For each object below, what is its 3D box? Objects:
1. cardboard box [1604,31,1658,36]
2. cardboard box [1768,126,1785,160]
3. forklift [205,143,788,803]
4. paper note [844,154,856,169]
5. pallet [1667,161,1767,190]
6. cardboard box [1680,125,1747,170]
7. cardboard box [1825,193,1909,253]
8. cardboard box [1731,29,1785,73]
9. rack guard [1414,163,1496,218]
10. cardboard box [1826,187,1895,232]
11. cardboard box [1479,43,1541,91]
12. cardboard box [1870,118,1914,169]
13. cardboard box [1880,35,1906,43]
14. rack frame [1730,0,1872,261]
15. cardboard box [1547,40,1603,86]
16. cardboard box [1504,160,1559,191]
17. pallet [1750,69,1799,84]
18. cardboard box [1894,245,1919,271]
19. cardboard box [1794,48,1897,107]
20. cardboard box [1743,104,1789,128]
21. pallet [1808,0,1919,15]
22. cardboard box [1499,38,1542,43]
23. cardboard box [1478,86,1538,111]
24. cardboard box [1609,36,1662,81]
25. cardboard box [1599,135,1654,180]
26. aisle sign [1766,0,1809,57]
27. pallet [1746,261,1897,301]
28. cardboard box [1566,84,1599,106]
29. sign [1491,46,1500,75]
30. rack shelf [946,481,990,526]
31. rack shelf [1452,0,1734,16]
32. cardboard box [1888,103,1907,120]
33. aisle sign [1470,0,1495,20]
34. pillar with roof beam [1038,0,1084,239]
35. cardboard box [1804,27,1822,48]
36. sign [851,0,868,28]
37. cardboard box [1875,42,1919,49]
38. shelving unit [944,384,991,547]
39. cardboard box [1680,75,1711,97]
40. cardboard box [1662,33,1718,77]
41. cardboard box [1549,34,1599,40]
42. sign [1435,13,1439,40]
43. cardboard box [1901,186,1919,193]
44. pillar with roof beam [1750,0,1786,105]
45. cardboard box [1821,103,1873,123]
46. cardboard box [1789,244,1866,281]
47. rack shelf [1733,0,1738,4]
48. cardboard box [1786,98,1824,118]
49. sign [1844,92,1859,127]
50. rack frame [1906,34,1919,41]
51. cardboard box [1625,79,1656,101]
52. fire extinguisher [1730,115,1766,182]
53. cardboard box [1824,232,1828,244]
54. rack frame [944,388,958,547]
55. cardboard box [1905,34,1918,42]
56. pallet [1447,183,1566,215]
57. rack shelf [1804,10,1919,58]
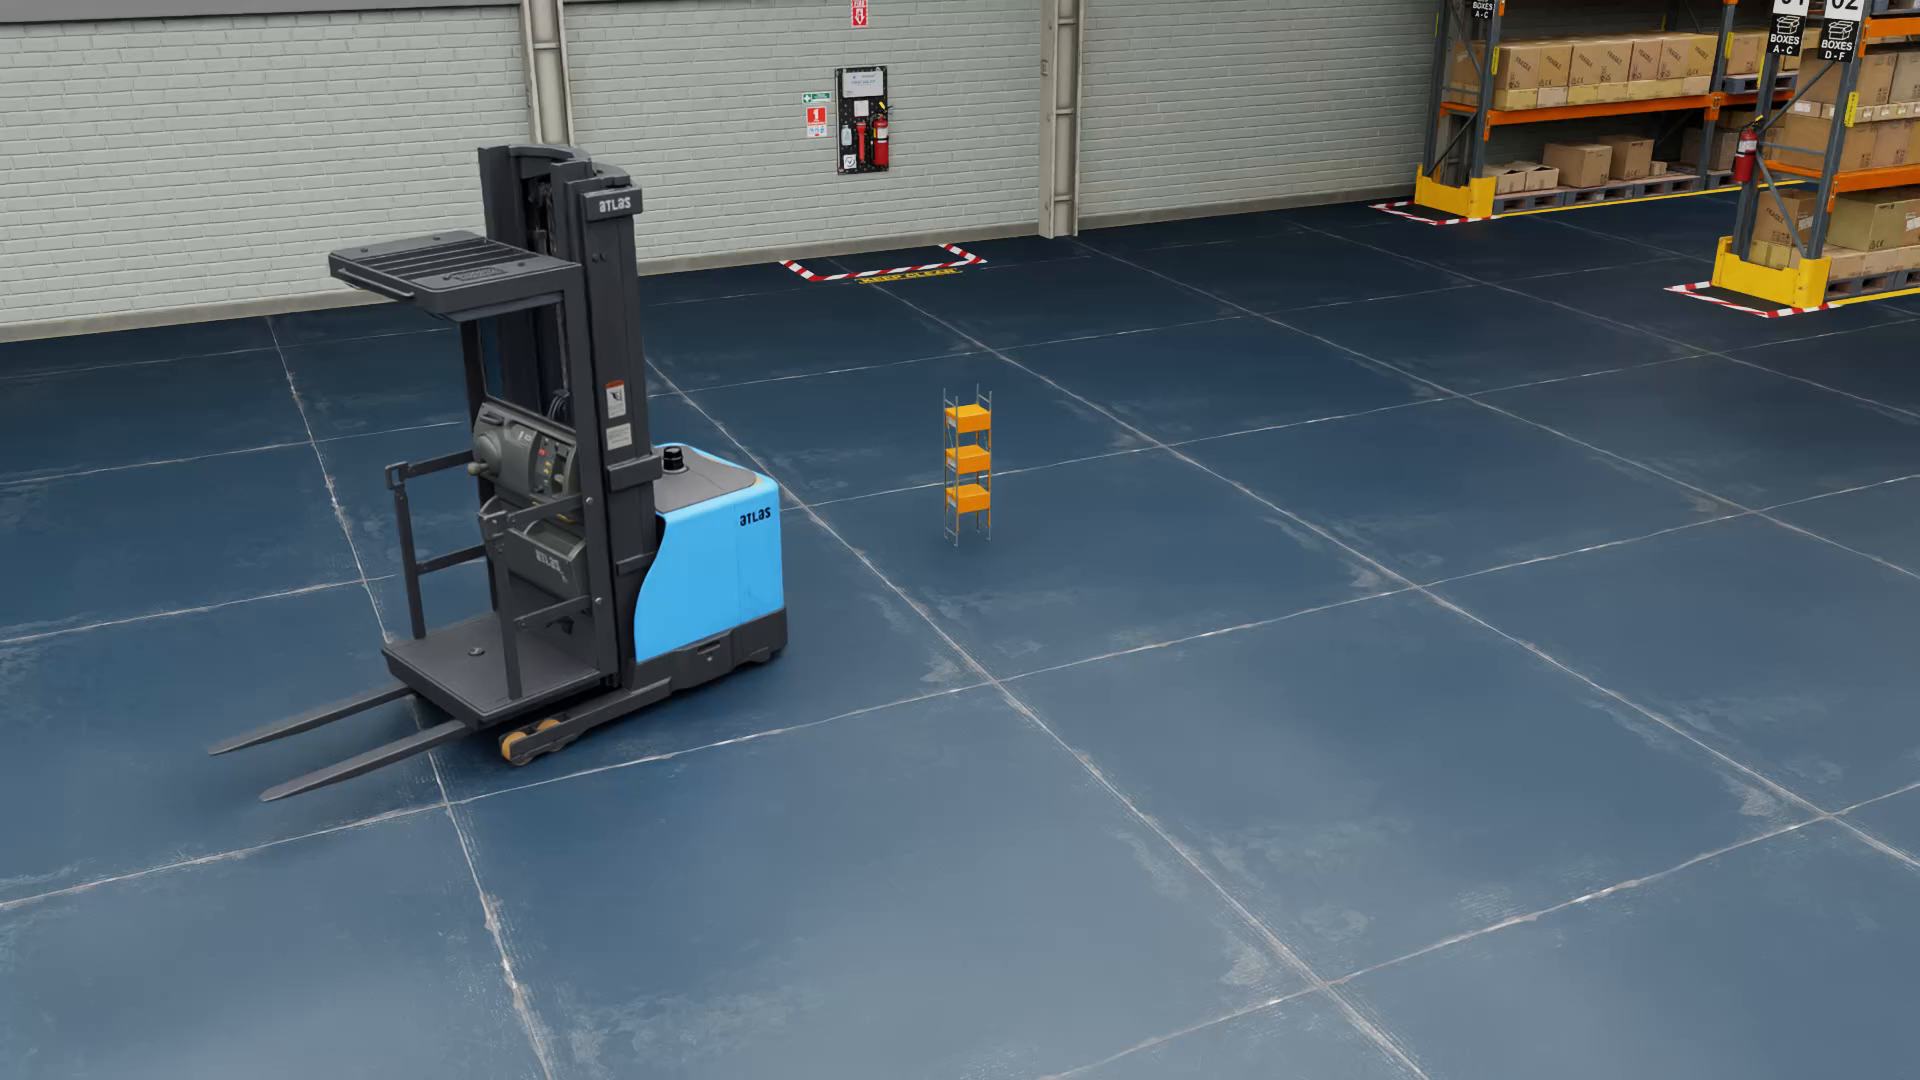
[{"bbox_3d":[8.961,-6.537,22.311,0.500,0.500,0.500,-11,25,-24],"label":"cardboard box"},{"bbox_3d":[11.520,-5.691,23.770,0.500,0.500,0.700,-10,25,-23],"label":"cardboard box"},{"bbox_3d":[-2.398,-0.429,8.455,3.031,2.935,1.130,-21,30,-41],"label":"forklift"},{"bbox_3d":[-1.245,-4.288,18.838,0.142,0.148,0.016,-10,25,-24],"label":"paper note"},{"bbox_3d":[10.643,-5.183,23.494,1.213,0.211,1.003,-10,25,-24],"label":"pallet"},{"bbox_3d":[10.599,-5.518,23.351,0.500,0.500,0.700,-10,24,-22],"label":"cardboard box"},{"bbox_3d":[9.520,-3.337,17.456,0.500,0.500,0.500,-10,25,-24],"label":"cardboard box"},{"bbox_3d":[10.923,-6.754,22.938,0.500,0.500,0.700,-8,24,-18],"label":"cardboard box"},{"bbox_3d":[6.407,-4.536,21.554,0.348,0.500,1.175,-10,25,-24],"label":"rack guard"},{"bbox_3d":[9.739,-3.604,18.100,0.500,0.500,0.500,-10,25,-24],"label":"cardboard box"},{"bbox_3d":[6.899,-5.940,20.868,0.500,0.500,0.500,-10,25,-24],"label":"cardboard box"},{"bbox_3d":[9.387,-4.179,17.294,0.500,0.500,0.700,-10,24,-22],"label":"cardboard box"},{"bbox_3d":[13.128,-7.173,23.951,0.500,0.500,0.700,-14,26,-30],"label":"cardboard box"},{"bbox_3d":[8.490,-3.971,16.922,0.127,3.000,1.000,-10,25,-24],"label":"rack frame"},{"bbox_3d":[7.817,-6.102,21.259,0.500,0.500,0.500,-11,25,-25],"label":"cardboard box"},{"bbox_3d":[7.514,-4.817,21.906,0.500,0.311,0.500,-8,24,-19],"label":"cardboard box"},{"bbox_3d":[11.781,-6.574,23.460,1.213,0.211,1.003,-10,25,-24],"label":"pallet"},{"bbox_3d":[9.969,-3.074,17.801,0.500,0.250,0.500,-10,25,-24],"label":"cardboard box"},{"bbox_3d":[8.964,-4.699,16.853,0.500,0.500,0.700,-10,25,-23],"label":"cardboard box"},{"bbox_3d":[11.461,-6.026,23.598,0.500,0.250,0.500,-11,25,-25],"label":"cardboard box"},{"bbox_3d":[9.138,-5.425,16.627,1.213,0.211,1.003,-10,25,-24],"label":"pallet"},{"bbox_3d":[7.129,-6.196,21.486,0.500,0.500,0.500,-10,25,-23],"label":"cardboard box"},{"bbox_3d":[6.916,-5.589,21.001,0.500,0.250,0.500,-11,25,-25],"label":"cardboard box"},{"bbox_3d":[8.745,-6.278,21.685,0.500,0.500,0.500,-11,25,-25],"label":"cardboard box"},{"bbox_3d":[9.025,-5.204,22.593,0.500,0.500,0.500,-12,26,-28],"label":"cardboard box"},{"bbox_3d":[8.304,-5.263,16.643,0.004,0.787,0.394,-10,25,-24],"label":"aisle sign"},{"bbox_3d":[9.161,-2.824,17.797,1.213,0.211,1.003,-10,25,-24],"label":"pallet"},{"bbox_3d":[7.839,-5.763,21.420,0.500,0.250,0.500,-11,25,-24],"label":"cardboard box"},{"bbox_3d":[6.574,-5.891,20.428,0.005,0.325,0.100,-10,25,-24],"label":"sign"},{"bbox_3d":[0.048,-0.227,11.181,0.240,0.259,0.215,-10,25,-24],"label":"rack shelf"},{"bbox_3d":[8.140,-7.063,21.410,4.000,0.370,1.077,-10,25,-24],"label":"rack shelf"},{"bbox_3d":[9.399,-4.394,16.964,0.250,0.149,0.380,-10,25,-23],"label":"cardboard box"},{"bbox_3d":[6.404,-6.764,20.269,0.004,0.787,0.394,-10,25,-24],"label":"aisle sign"},{"bbox_3d":[3.055,-6.385,14.910,0.400,9.000,9.100,-10,25,-24],"label":"pillar with roof beam"},{"bbox_3d":[12.015,-6.959,23.433,0.500,0.500,0.700,-10,25,-24],"label":"cardboard box"},{"bbox_3d":[-1.106,-5.804,18.319,0.199,0.298,0.001,-10,25,-24],"label":"sign"},{"bbox_3d":[9.889,-4.872,17.271,0.500,0.500,0.700,-10,25,-23],"label":"cardboard box"},{"bbox_3d":[0.048,-0.494,11.071,0.252,1.050,0.215,-10,25,-24],"label":"shelving unit"},{"bbox_3d":[9.647,-6.098,22.231,0.500,0.250,0.500,-10,25,-23],"label":"cardboard box"},{"bbox_3d":[9.651,-6.443,22.082,0.500,0.500,0.500,-10,25,-24],"label":"cardboard box"},{"bbox_3d":[8.046,-6.367,21.898,0.500,0.500,0.500,-10,25,-23],"label":"cardboard box"},{"bbox_3d":[6.116,-6.554,21.233,0.005,0.325,0.100,-10,25,-24],"label":"sign"},{"bbox_3d":[10.423,-3.502,17.853,0.500,0.500,0.500,-10,25,-24],"label":"cardboard box"},{"bbox_3d":[13.867,-8.376,19.719,0.400,9.000,9.100,-10,25,-24],"label":"pillar with roof beam"},{"bbox_3d":[8.937,-4.308,16.757,0.250,0.149,0.380,-11,25,-24],"label":"cardboard box"},{"bbox_3d":[9.070,-2.907,17.398,0.500,0.250,0.500,-10,25,-24],"label":"cardboard box"},{"bbox_3d":[11.745,-7.727,23.013,4.000,0.370,1.077,-10,25,-24],"label":"rack shelf"},{"bbox_3d":[8.752,-4.446,17.091,0.250,0.149,0.380,-11,25,-25],"label":"cardboard box"},{"bbox_3d":[8.725,-4.216,16.277,0.005,0.325,0.100,-10,25,-24],"label":"sign"},{"bbox_3d":[13.547,-7.005,24.251,0.127,3.000,1.000,-10,25,-24],"label":"rack frame"},{"bbox_3d":[8.748,-5.930,21.823,0.500,0.250,0.500,-11,25,-24],"label":"cardboard box"},{"bbox_3d":[8.182,-4.076,17.276,0.183,0.674,0.296,-10,25,-24],"label":"fire extinguisher"},{"bbox_3d":[9.291,-3.173,18.039,0.500,0.250,0.500,-10,25,-24],"label":"cardboard box"},{"bbox_3d":[-0.062,-0.474,11.022,0.008,1.050,0.200,-10,25,-24],"label":"rack frame"},{"bbox_3d":[14.095,-7.190,24.153,0.500,0.500,0.500,-10,24,-22],"label":"cardboard box"},{"bbox_3d":[7.154,-4.525,21.905,1.213,0.211,1.003,-10,25,-24],"label":"pallet"},{"bbox_3d":[10.292,-5.357,17.288,4.000,0.370,1.077,-10,25,-24],"label":"rack shelf"}]
